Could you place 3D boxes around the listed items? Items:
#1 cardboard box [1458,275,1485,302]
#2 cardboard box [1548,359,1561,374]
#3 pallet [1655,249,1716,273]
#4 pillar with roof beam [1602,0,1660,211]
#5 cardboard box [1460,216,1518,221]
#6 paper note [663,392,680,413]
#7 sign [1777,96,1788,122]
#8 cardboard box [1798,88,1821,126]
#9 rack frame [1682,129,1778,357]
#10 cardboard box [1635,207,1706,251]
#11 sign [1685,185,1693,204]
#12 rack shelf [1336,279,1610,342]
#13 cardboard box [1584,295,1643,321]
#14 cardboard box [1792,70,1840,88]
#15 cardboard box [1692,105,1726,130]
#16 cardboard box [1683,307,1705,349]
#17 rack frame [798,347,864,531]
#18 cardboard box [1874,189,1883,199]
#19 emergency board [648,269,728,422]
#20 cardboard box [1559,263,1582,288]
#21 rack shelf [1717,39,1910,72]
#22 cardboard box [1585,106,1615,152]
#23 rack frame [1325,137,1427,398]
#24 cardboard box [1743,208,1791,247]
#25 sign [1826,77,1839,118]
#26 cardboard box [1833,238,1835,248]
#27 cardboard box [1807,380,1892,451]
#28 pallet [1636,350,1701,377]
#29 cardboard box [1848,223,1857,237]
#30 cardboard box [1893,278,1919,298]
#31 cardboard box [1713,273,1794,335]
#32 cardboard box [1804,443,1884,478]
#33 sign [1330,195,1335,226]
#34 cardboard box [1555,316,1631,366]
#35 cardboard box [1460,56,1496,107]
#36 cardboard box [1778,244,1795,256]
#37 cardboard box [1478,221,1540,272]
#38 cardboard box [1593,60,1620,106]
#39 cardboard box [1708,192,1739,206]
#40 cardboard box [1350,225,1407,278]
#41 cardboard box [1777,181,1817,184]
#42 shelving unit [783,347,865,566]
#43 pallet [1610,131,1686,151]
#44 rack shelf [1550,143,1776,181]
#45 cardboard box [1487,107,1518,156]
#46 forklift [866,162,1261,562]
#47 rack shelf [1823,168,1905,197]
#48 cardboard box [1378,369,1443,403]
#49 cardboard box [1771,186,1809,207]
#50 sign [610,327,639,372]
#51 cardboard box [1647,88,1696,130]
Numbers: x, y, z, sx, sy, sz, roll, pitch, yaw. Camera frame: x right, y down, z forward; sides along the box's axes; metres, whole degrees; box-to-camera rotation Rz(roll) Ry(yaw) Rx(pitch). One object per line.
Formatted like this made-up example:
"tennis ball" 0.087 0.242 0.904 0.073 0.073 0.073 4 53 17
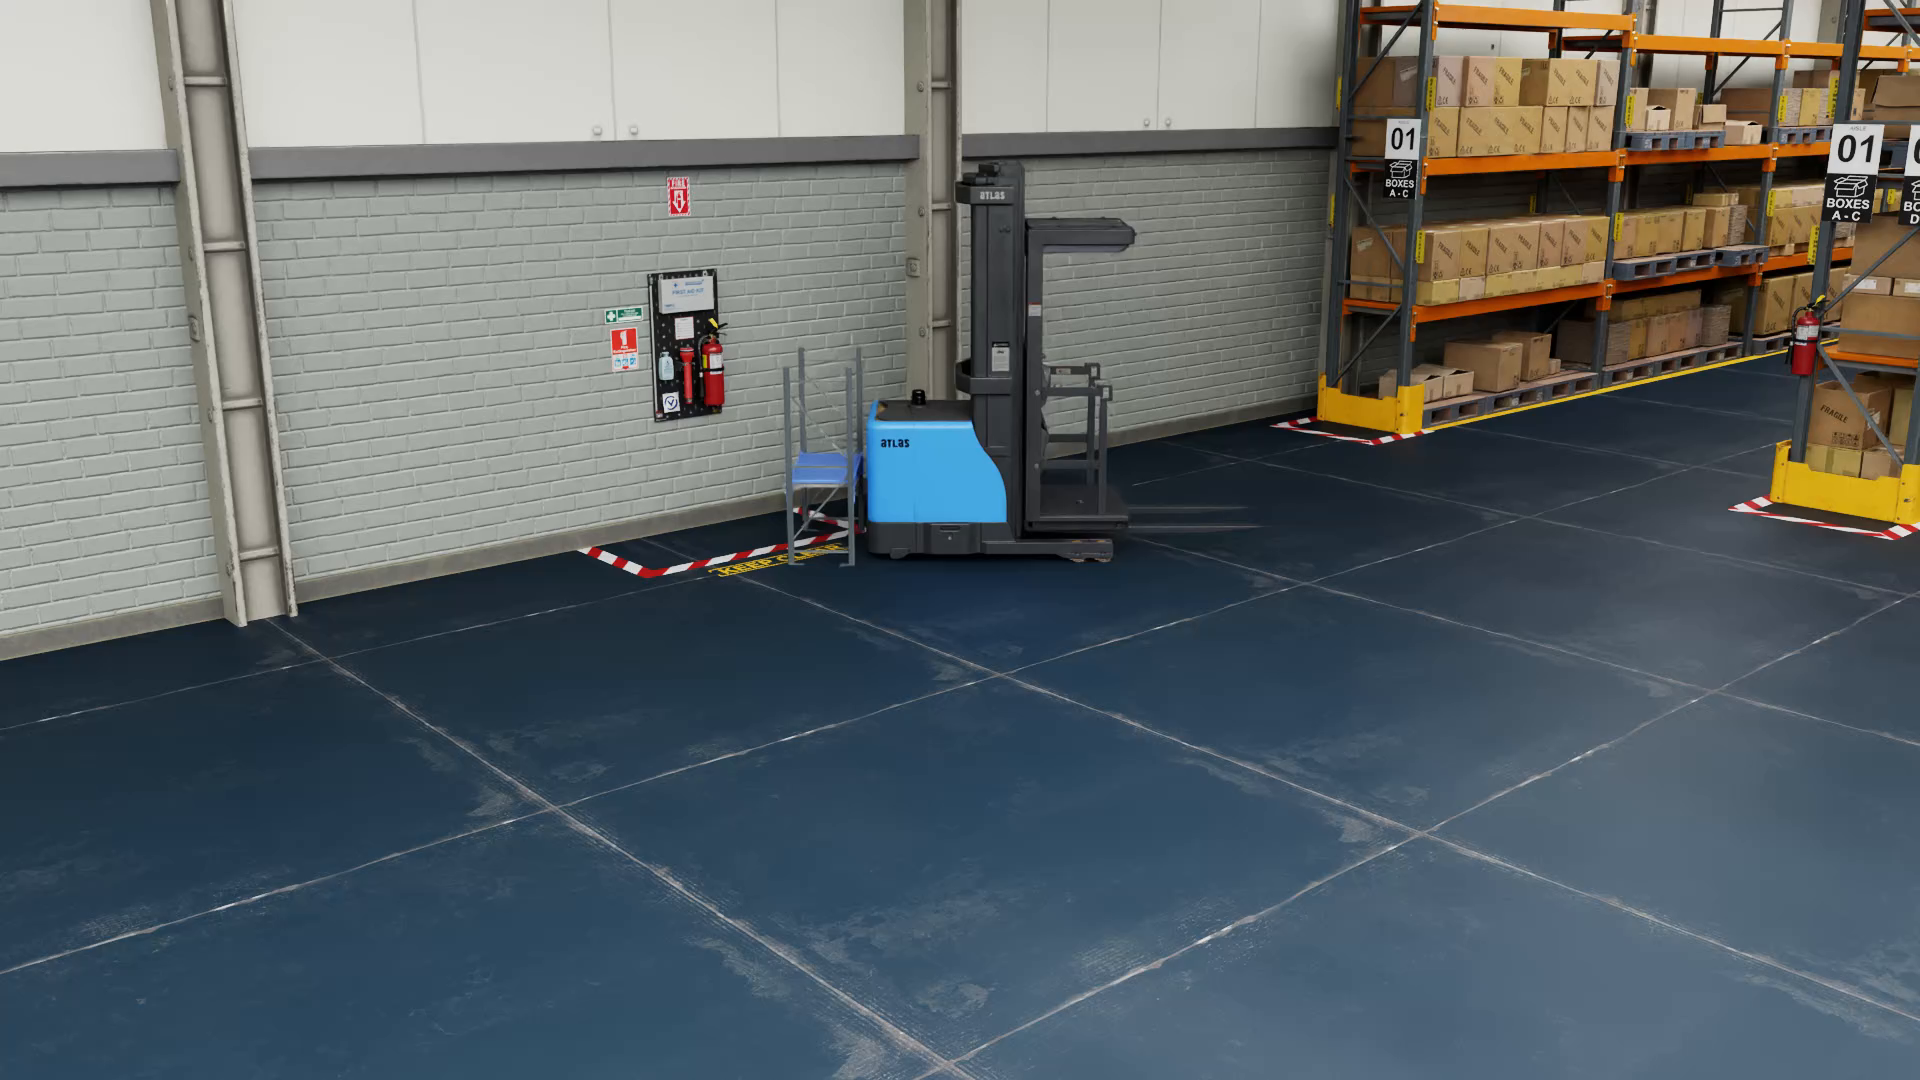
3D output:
"cardboard box" 5.294 -2.727 17.900 0.500 0.250 0.500 -13 20 -41
"cardboard box" 6.969 -2.103 19.950 0.380 0.166 0.250 13 20 40
"pallet" 8.904 -3.598 21.279 1.213 0.211 1.003 -13 19 -39
"pillar with roof beam" 11.648 -6.042 18.433 0.400 9.000 9.100 -13 19 -39
"cardboard box" 6.089 -3.447 19.139 0.500 0.500 0.500 -12 19 -38
"paper note" -2.299 -1.096 13.247 0.142 0.148 0.016 -13 19 -39
"sign" 10.725 -5.627 21.689 0.005 0.325 0.100 -13 19 -39
"cardboard box" 11.490 -6.028 23.148 0.500 0.500 0.700 -11 19 -37
"rack frame" 10.370 -4.034 22.539 0.127 3.000 1.000 -13 19 -39
"cardboard box" 9.097 -3.998 21.358 0.500 0.500 0.700 -13 19 -39
"sign" 10.003 -4.701 22.792 0.005 0.325 0.100 -13 19 -39
"rack shelf" 5.844 -2.670 18.827 4.000 0.370 1.077 -13 19 -39
"cardboard box" 8.227 -2.927 20.932 0.500 0.250 0.500 -13 20 -41
"cardboard box" 12.231 -6.564 23.699 0.500 0.250 0.500 -13 20 -41
"cardboard box" 9.331 -5.341 21.382 0.637 0.503 0.797 -9 18 -32
"cardboard box" 9.396 -2.842 22.068 0.500 0.500 0.700 -13 20 -39
"rack frame" -1.031 -0.800 13.337 0.500 1.500 0.032 0 15 1
"cardboard box" 13.203 -5.147 24.443 0.500 0.250 0.500 -12 19 -38
"emergency board" -2.120 -1.538 13.195 0.643 1.169 0.194 -13 19 -39
"cardboard box" 6.813 -3.071 19.188 0.500 0.250 0.500 -13 19 -39
"rack shelf" 11.879 -6.730 23.178 4.000 0.370 1.077 -13 19 -39
"cardboard box" 7.132 -4.729 19.098 0.500 0.500 0.500 -12 19 -38
"rack frame" 4.335 -2.679 17.466 0.127 3.000 1.000 -13 19 -39
"cardboard box" 10.905 -4.268 22.607 0.500 0.500 0.500 -12 19 -38
"sign" 7.244 -3.662 13.771 0.005 0.325 0.100 -13 19 -39
"cardboard box" 12.331 -4.281 23.911 0.250 0.149 0.380 -13 20 -41
"cardboard box" 7.799 -1.100 14.618 0.500 0.500 0.500 -13 19 -39
"pallet" 8.860 -2.349 21.635 1.213 0.211 1.003 -13 19 -39
"cardboard box" 12.827 -4.698 24.215 0.500 0.500 0.500 -12 19 -39
"cardboard box" 8.027 -2.101 13.853 0.250 0.149 0.380 -13 20 -40
"cardboard box" 11.011 -3.297 23.133 0.750 0.750 0.750 -13 20 -40
"cardboard box" 7.800 -0.738 14.714 0.500 0.250 0.500 -13 19 -39
"sign" 3.986 -3.502 17.693 0.005 0.325 0.100 -13 19 -39
"cardboard box" 7.897 -2.489 20.747 0.500 0.500 0.700 -12 19 -38
"cardboard box" 5.197 -4.762 17.283 0.500 0.500 0.500 -13 20 -40
"cardboard box" 11.222 -4.002 22.869 0.250 0.149 0.380 -12 19 -38
"cardboard box" 6.047 -3.258 18.435 0.500 0.500 0.500 -12 19 -38
"cardboard box" 7.153 -5.209 18.955 0.500 0.500 0.500 14 20 42
"cardboard box" 10.130 -4.544 22.145 0.380 0.149 0.250 13 20 40
"cardboard box" 4.551 -3.099 17.839 0.500 0.500 0.500 -13 20 -40
"cardboard box" 12.105 -5.072 24.165 0.500 0.250 0.500 -14 20 -41
"shelving unit" -1.037 -0.668 12.846 0.538 1.500 1.048 0 15 1
"pallet" 7.888 -4.799 19.953 1.003 0.211 1.213 -13 19 -39
"rack shelf" 8.861 -4.797 20.977 4.000 0.370 1.077 -13 19 -39
"cardboard box" 5.569 -4.367 17.740 0.500 0.500 0.500 -12 19 -37
"forklift" 0.796 -1.384 12.750 3.031 2.935 1.130 0 15 -1
"rack shelf" 9.099 -3.155 14.832 4.000 0.370 1.077 -13 19 -39
"cardboard box" 4.916 -1.692 18.129 0.500 0.311 0.500 13 20 41
"cardboard box" 11.287 -4.716 22.830 0.500 0.250 0.500 -13 20 -40
"sign" -2.605 -1.482 12.915 0.234 0.329 0.001 -13 19 -39
"cardboard box" 8.748 -5.343 20.619 0.500 0.500 0.500 -14 20 -41
